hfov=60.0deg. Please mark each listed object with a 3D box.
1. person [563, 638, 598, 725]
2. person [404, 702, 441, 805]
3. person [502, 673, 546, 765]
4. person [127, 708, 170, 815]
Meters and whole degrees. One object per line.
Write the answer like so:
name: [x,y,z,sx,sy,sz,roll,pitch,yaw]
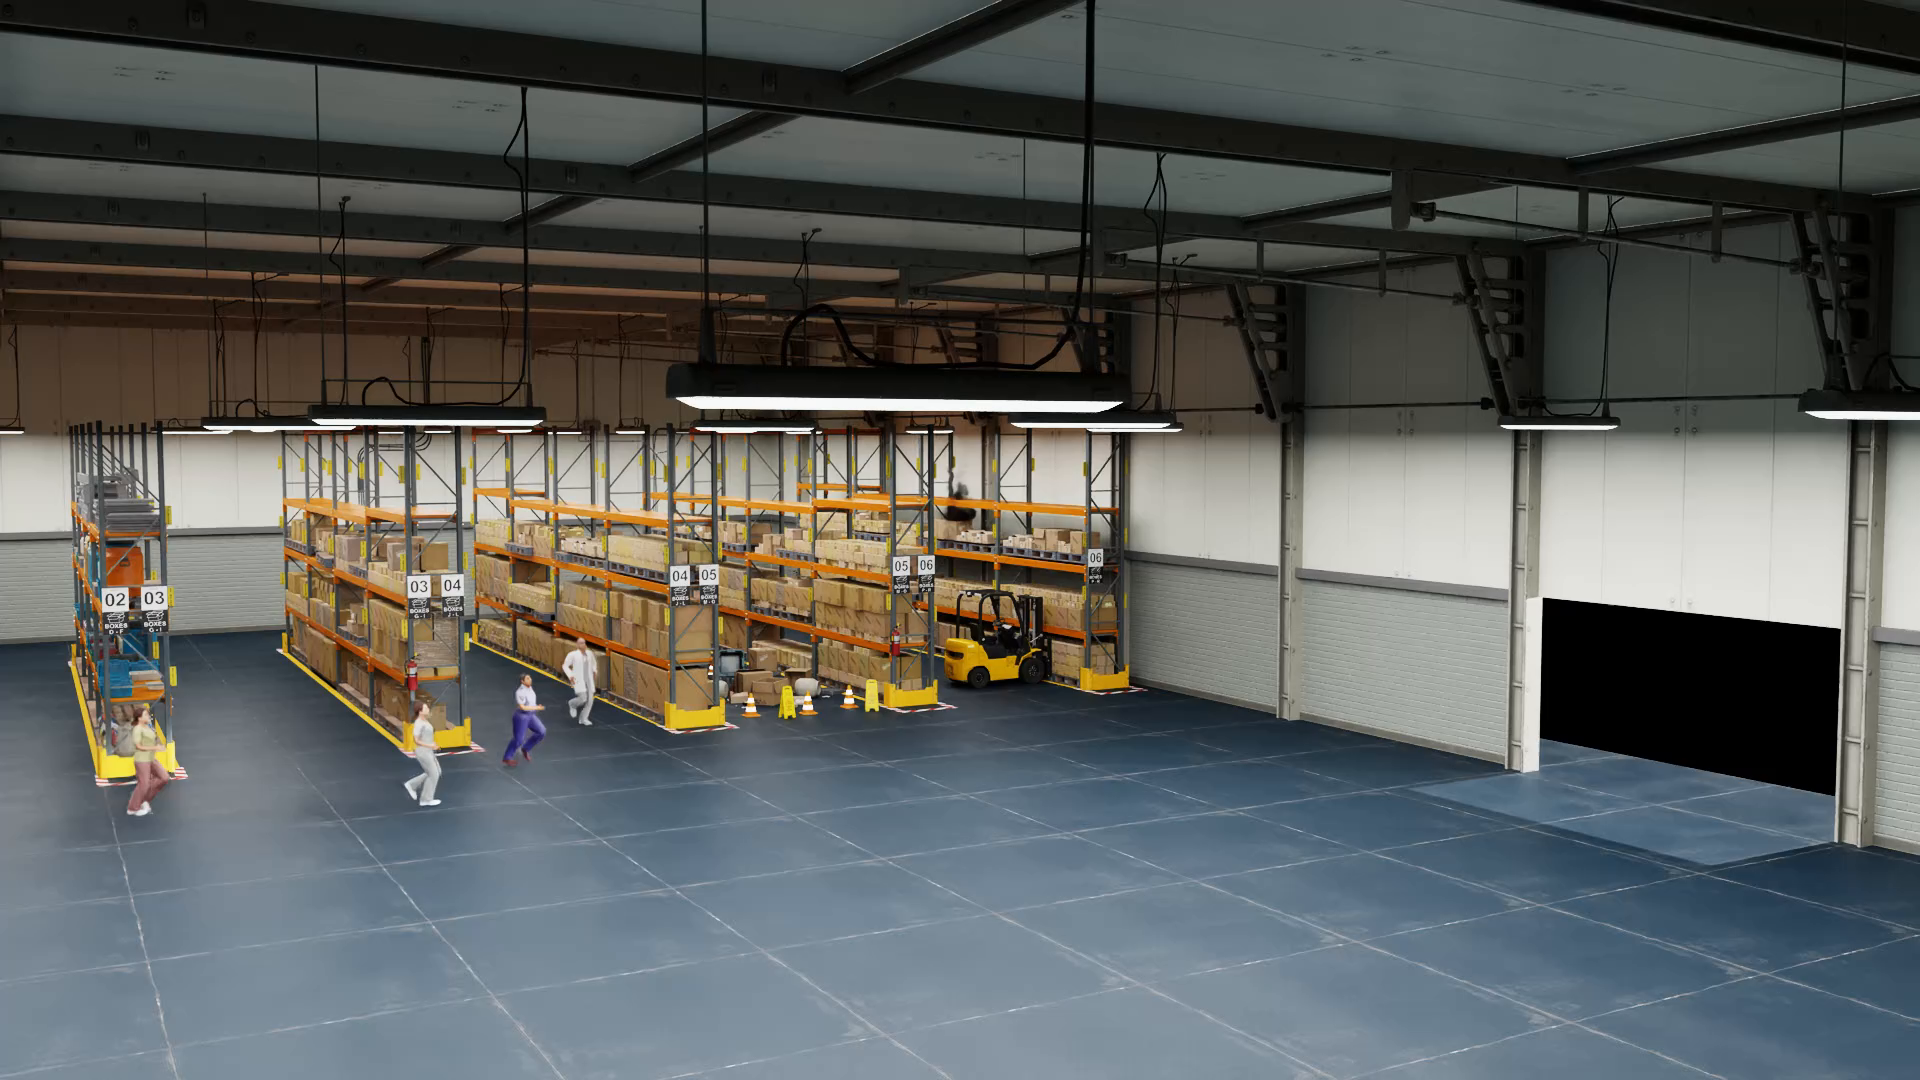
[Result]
person: [-7.526,2.816,33.181,0.726,1.726,0.563,-3,5,-42]
person: [-8.341,3.313,25.804,0.591,1.619,0.561,0,4,-7]
person: [-7.580,3.112,29.030,0.800,1.589,0.621,1,4,13]
person: [-12.284,3.336,25.113,0.606,1.634,0.558,0,4,-3]
